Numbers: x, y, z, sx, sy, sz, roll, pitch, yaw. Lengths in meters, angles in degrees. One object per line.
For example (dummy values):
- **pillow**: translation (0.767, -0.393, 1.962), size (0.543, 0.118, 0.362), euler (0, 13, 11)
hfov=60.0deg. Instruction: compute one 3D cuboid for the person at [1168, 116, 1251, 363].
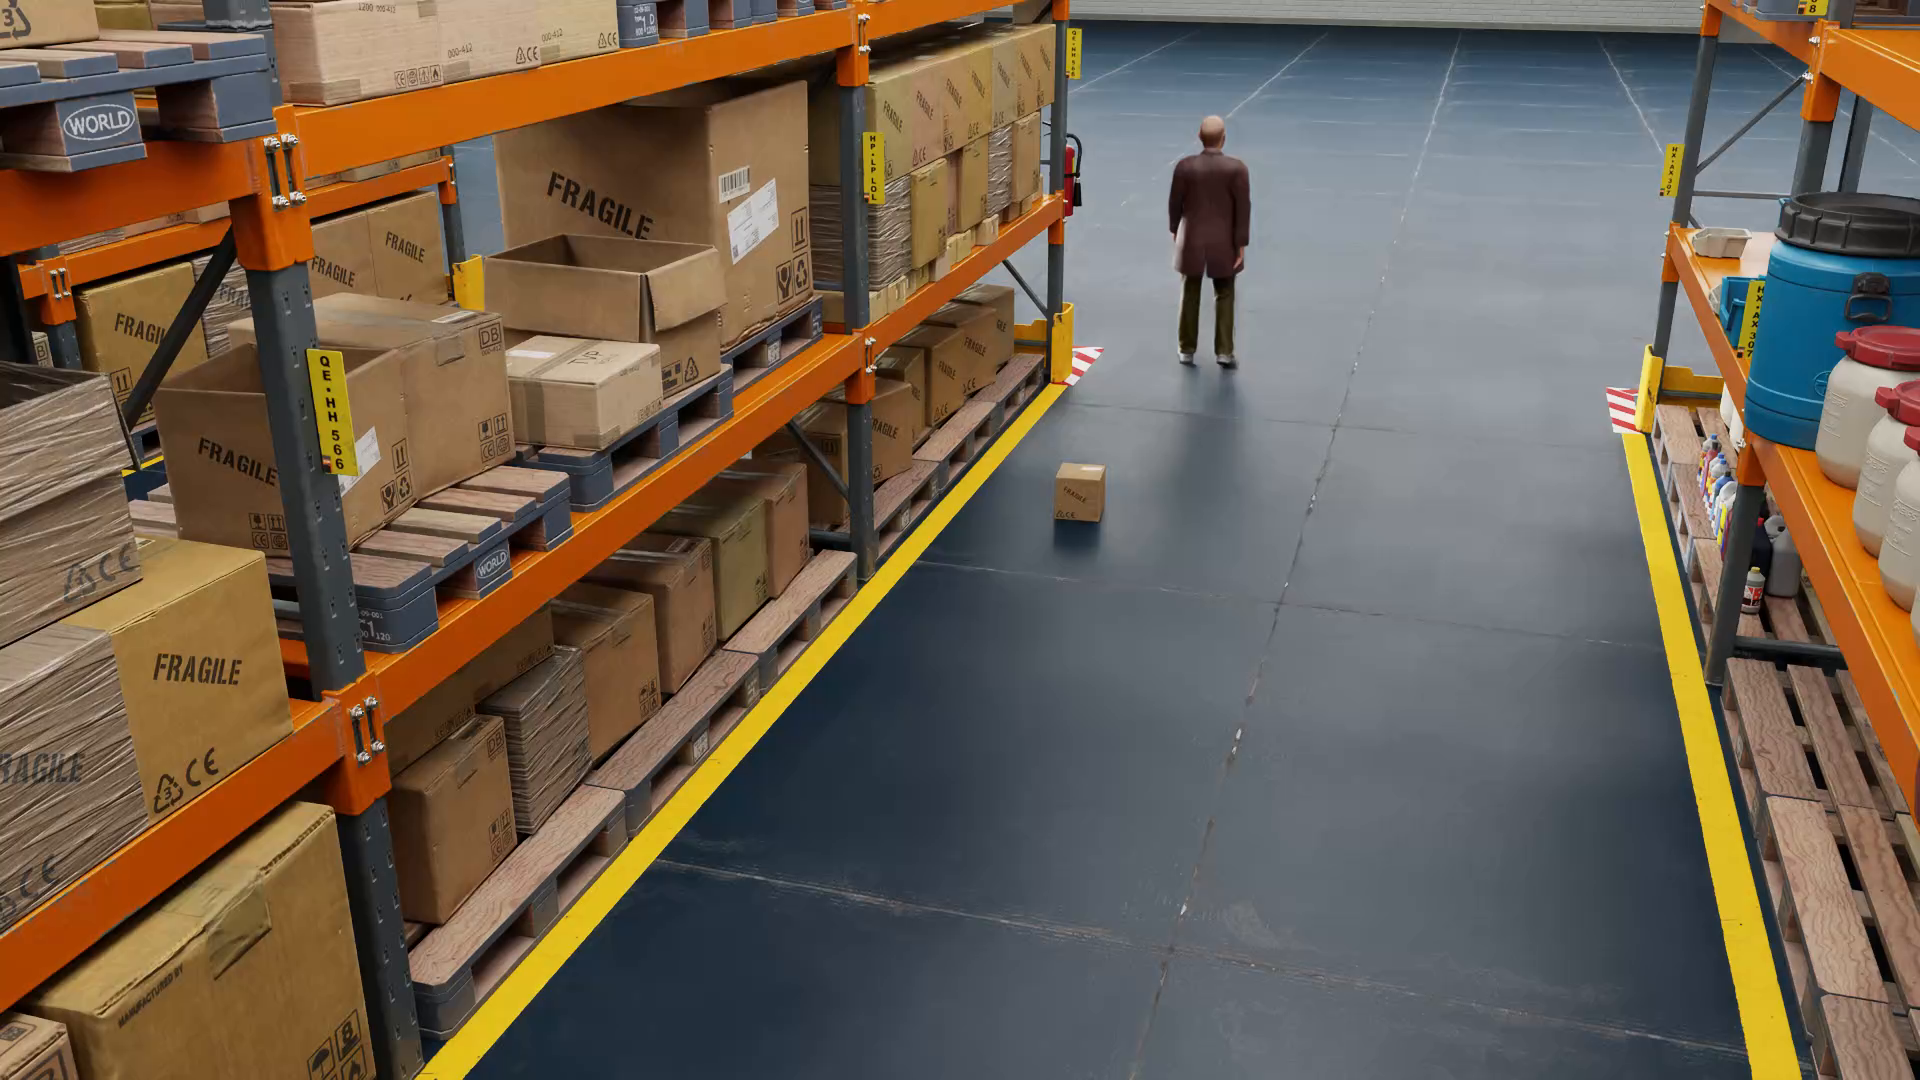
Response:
- **person**: translation (1.790, -2.138, 12.008), size (0.591, 1.780, 0.490), euler (4, 22, 10)
